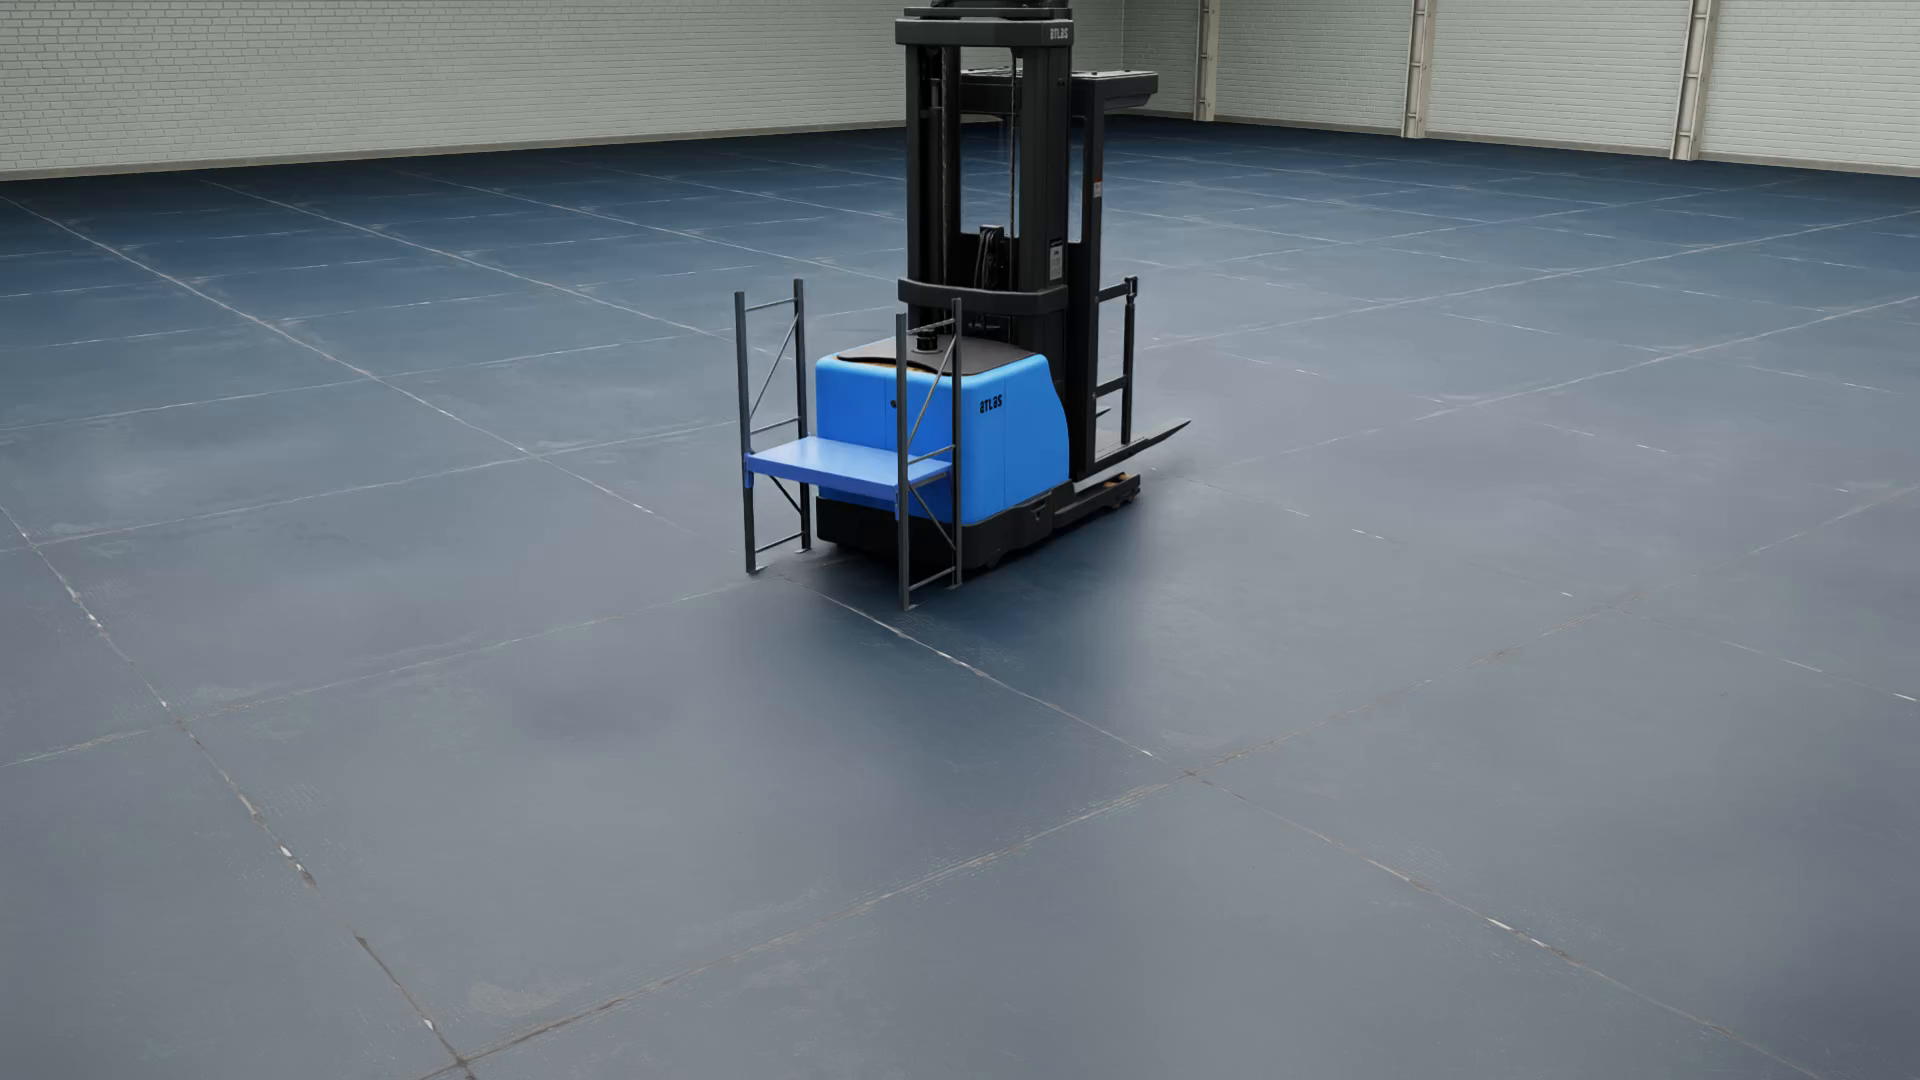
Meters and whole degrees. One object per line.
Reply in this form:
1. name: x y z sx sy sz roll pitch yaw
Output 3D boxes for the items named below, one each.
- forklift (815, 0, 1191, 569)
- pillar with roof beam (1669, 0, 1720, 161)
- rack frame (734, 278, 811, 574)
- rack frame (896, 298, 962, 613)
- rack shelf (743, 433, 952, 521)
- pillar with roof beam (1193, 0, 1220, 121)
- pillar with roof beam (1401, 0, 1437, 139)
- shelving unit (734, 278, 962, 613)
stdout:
1. forklift: 0.436 -1.645 9.667 1.130 2.935 3.031 12 22 31
2. pillar with roof beam: 9.834 -10.378 26.388 9.100 9.000 0.400 -14 23 -36
3. rack frame: -0.980 -0.598 8.783 0.032 1.500 0.500 12 22 33
4. rack frame: -0.147 -0.415 8.230 0.032 1.500 0.500 12 22 33
5. rack shelf: -0.564 -0.336 8.563 1.000 0.185 0.538 12 22 33
6. pillar with roof beam: 2.383 -13.335 35.318 9.100 9.000 0.400 -14 23 -36
7. pillar with roof beam: 6.108 -11.856 30.853 9.100 9.000 0.400 -14 23 -36
8. shelving unit: -0.564 -0.507 8.506 1.048 1.500 0.538 12 22 33
